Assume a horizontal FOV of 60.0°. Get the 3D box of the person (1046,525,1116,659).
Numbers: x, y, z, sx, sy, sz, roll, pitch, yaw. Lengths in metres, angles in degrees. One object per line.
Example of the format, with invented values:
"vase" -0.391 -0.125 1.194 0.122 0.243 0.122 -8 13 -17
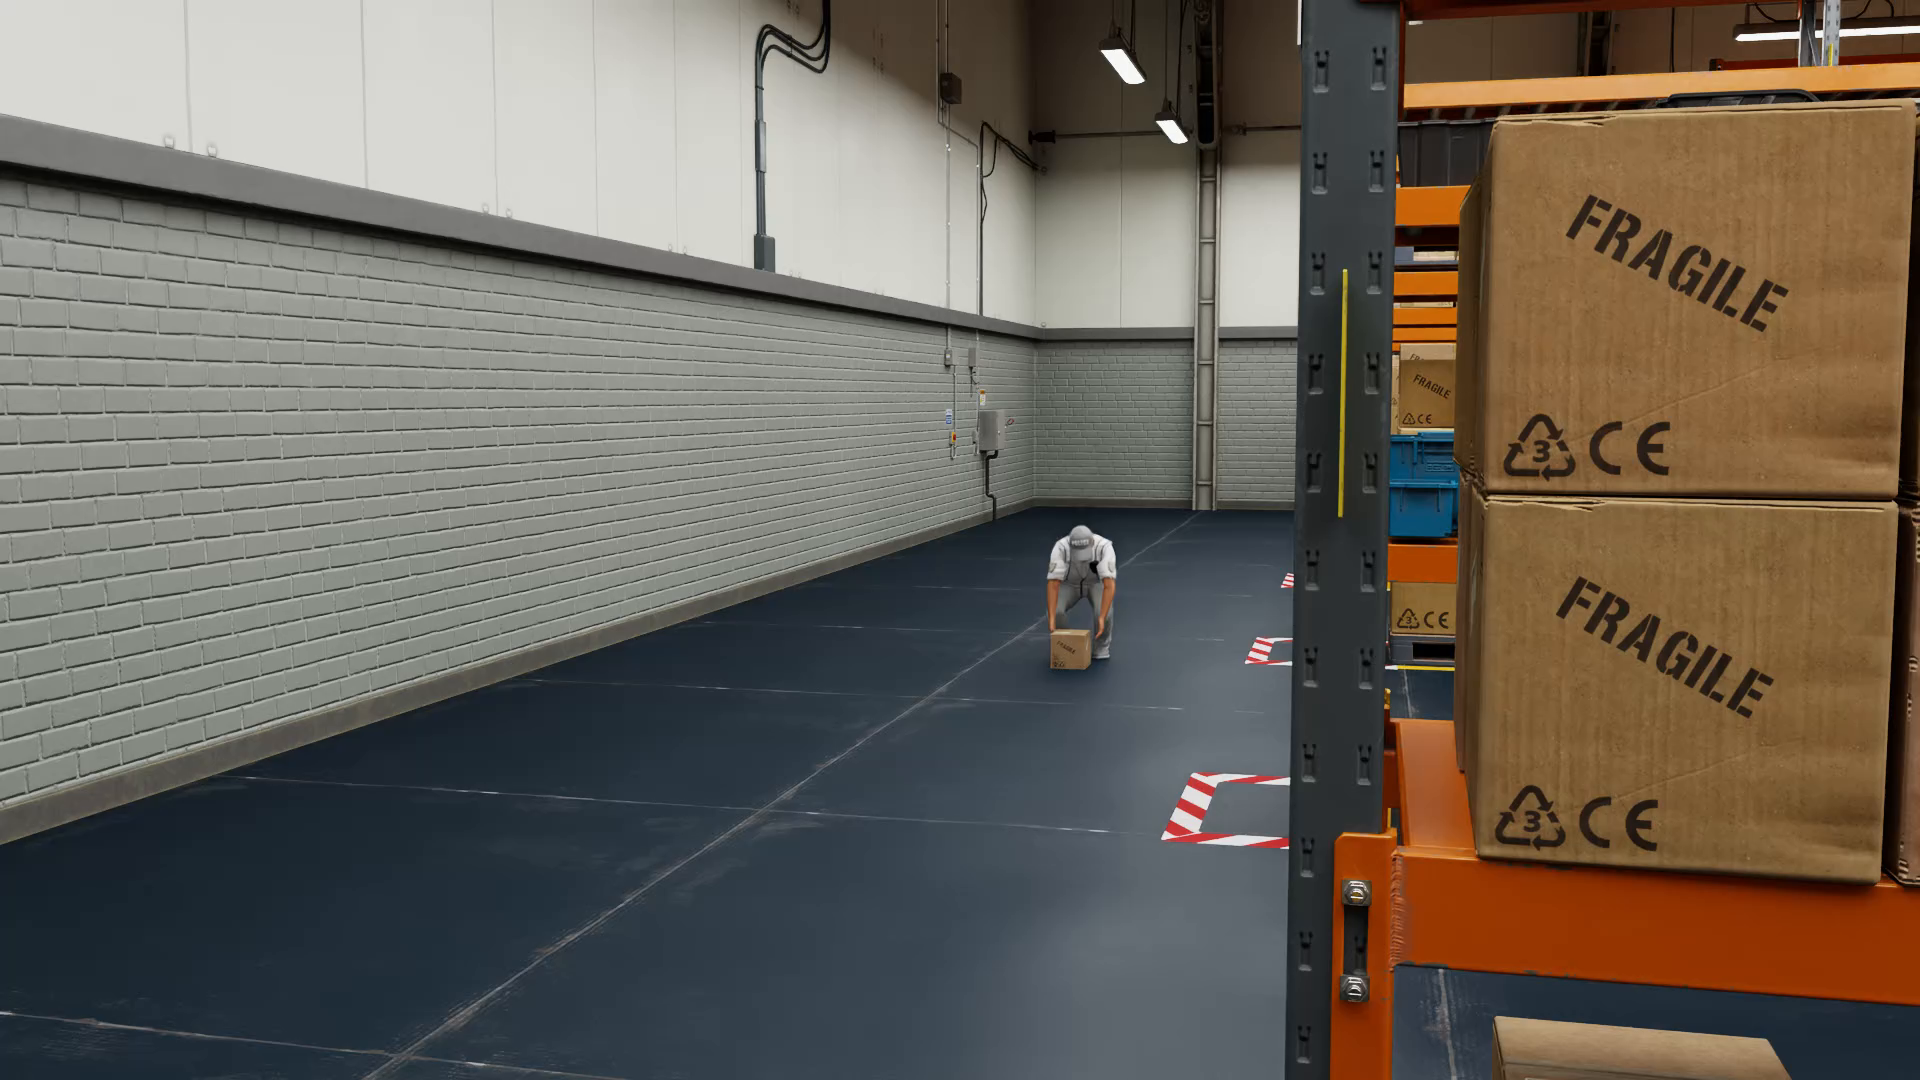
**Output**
"person" 0.909 0.375 12.244 0.527 1.016 0.844 1 5 14
